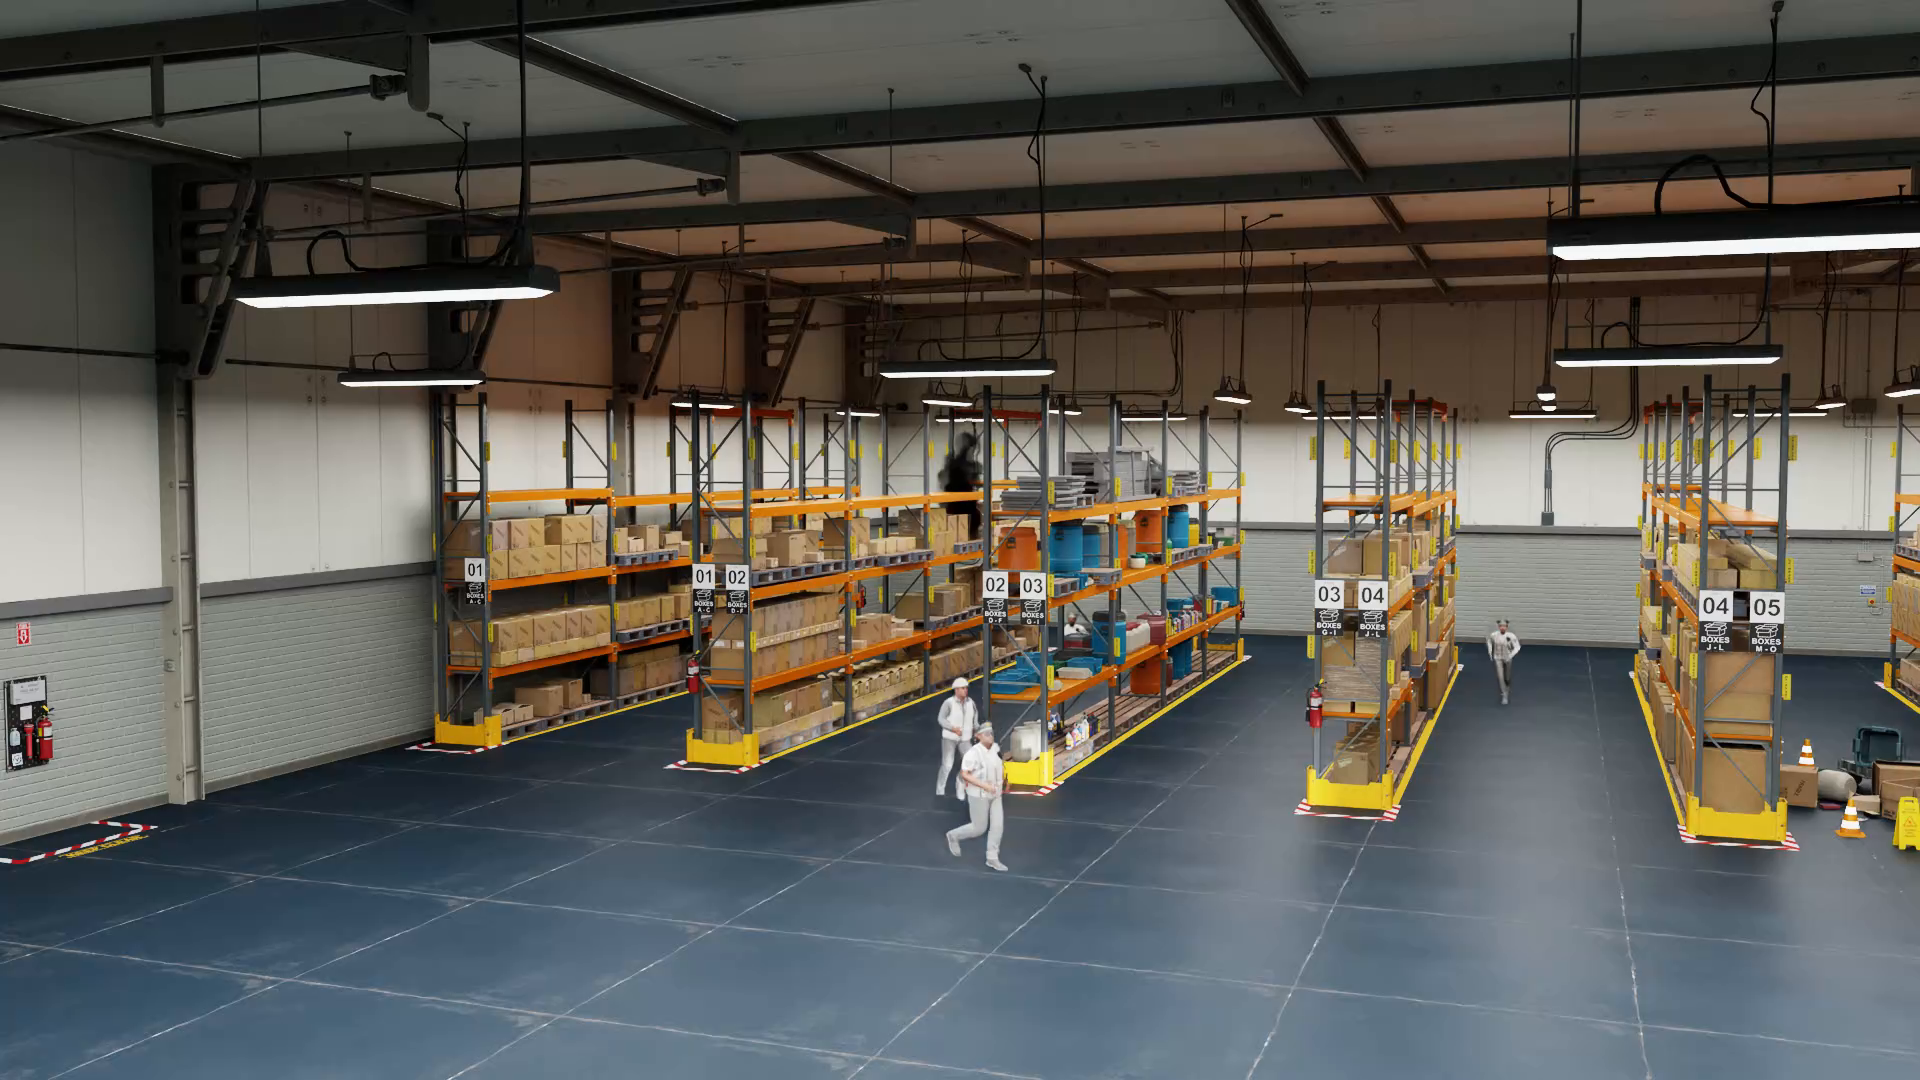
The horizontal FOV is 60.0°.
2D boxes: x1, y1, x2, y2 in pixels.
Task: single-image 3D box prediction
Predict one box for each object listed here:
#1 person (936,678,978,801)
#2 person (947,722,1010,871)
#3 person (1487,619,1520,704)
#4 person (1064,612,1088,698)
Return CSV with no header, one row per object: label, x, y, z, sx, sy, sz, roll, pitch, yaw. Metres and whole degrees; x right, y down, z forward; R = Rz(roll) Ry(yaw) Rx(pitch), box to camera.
person,0.000,2.864,23.934,0.706,1.775,0.676,-1,3,-22
person,0.266,3.065,20.090,0.670,1.785,0.834,-3,4,-44
person,10.884,2.406,33.319,0.641,1.684,0.854,1,3,22
person,2.302,2.333,34.175,0.534,1.739,0.862,1,3,19
